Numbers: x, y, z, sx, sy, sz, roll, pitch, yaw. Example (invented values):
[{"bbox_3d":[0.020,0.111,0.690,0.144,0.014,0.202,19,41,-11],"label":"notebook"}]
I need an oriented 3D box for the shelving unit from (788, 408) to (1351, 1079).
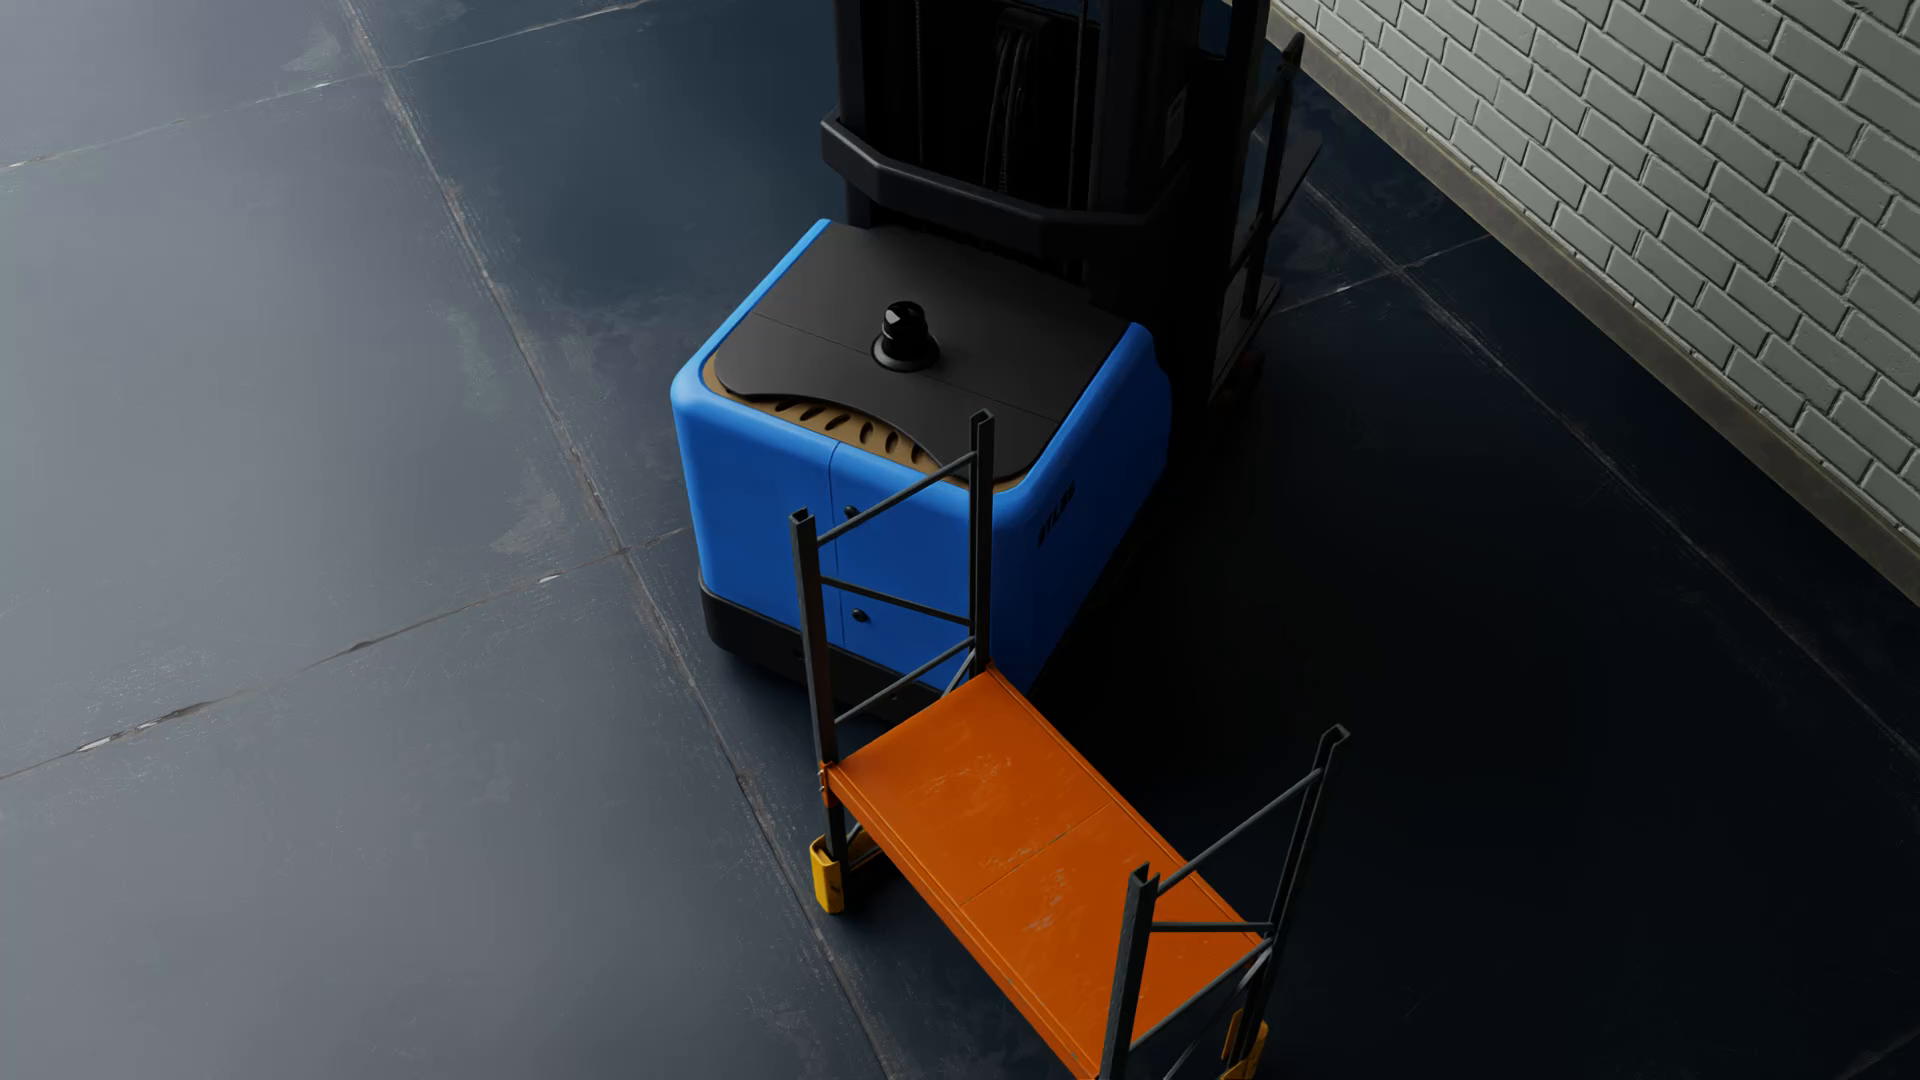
[{"bbox_3d":[0.172,0.637,3.696,0.587,1.500,1.083,-30,55,-24],"label":"shelving unit"}]

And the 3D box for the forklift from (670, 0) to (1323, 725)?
[{"bbox_3d":[0.378,-1.462,4.581,1.130,2.935,3.031,21,52,18],"label":"forklift"}]

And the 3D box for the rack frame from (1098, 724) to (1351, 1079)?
[{"bbox_3d":[0.488,0.945,3.427,0.500,1.500,0.032,-30,55,-24],"label":"rack frame"}]

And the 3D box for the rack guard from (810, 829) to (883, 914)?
[{"bbox_3d":[-0.133,0.752,4.426,0.587,0.250,0.087,-30,55,-24],"label":"rack guard"}]

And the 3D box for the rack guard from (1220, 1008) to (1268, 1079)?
[{"bbox_3d":[0.477,1.345,3.908,0.587,0.250,0.087,-30,55,-24],"label":"rack guard"}]

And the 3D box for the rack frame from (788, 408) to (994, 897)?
[{"bbox_3d":[-0.134,0.340,3.956,0.500,1.500,0.032,-30,55,-24],"label":"rack frame"}]

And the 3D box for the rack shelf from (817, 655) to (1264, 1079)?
[{"bbox_3d":[0.177,0.761,3.827,0.538,0.185,1.000,-30,55,-24],"label":"rack shelf"}]
